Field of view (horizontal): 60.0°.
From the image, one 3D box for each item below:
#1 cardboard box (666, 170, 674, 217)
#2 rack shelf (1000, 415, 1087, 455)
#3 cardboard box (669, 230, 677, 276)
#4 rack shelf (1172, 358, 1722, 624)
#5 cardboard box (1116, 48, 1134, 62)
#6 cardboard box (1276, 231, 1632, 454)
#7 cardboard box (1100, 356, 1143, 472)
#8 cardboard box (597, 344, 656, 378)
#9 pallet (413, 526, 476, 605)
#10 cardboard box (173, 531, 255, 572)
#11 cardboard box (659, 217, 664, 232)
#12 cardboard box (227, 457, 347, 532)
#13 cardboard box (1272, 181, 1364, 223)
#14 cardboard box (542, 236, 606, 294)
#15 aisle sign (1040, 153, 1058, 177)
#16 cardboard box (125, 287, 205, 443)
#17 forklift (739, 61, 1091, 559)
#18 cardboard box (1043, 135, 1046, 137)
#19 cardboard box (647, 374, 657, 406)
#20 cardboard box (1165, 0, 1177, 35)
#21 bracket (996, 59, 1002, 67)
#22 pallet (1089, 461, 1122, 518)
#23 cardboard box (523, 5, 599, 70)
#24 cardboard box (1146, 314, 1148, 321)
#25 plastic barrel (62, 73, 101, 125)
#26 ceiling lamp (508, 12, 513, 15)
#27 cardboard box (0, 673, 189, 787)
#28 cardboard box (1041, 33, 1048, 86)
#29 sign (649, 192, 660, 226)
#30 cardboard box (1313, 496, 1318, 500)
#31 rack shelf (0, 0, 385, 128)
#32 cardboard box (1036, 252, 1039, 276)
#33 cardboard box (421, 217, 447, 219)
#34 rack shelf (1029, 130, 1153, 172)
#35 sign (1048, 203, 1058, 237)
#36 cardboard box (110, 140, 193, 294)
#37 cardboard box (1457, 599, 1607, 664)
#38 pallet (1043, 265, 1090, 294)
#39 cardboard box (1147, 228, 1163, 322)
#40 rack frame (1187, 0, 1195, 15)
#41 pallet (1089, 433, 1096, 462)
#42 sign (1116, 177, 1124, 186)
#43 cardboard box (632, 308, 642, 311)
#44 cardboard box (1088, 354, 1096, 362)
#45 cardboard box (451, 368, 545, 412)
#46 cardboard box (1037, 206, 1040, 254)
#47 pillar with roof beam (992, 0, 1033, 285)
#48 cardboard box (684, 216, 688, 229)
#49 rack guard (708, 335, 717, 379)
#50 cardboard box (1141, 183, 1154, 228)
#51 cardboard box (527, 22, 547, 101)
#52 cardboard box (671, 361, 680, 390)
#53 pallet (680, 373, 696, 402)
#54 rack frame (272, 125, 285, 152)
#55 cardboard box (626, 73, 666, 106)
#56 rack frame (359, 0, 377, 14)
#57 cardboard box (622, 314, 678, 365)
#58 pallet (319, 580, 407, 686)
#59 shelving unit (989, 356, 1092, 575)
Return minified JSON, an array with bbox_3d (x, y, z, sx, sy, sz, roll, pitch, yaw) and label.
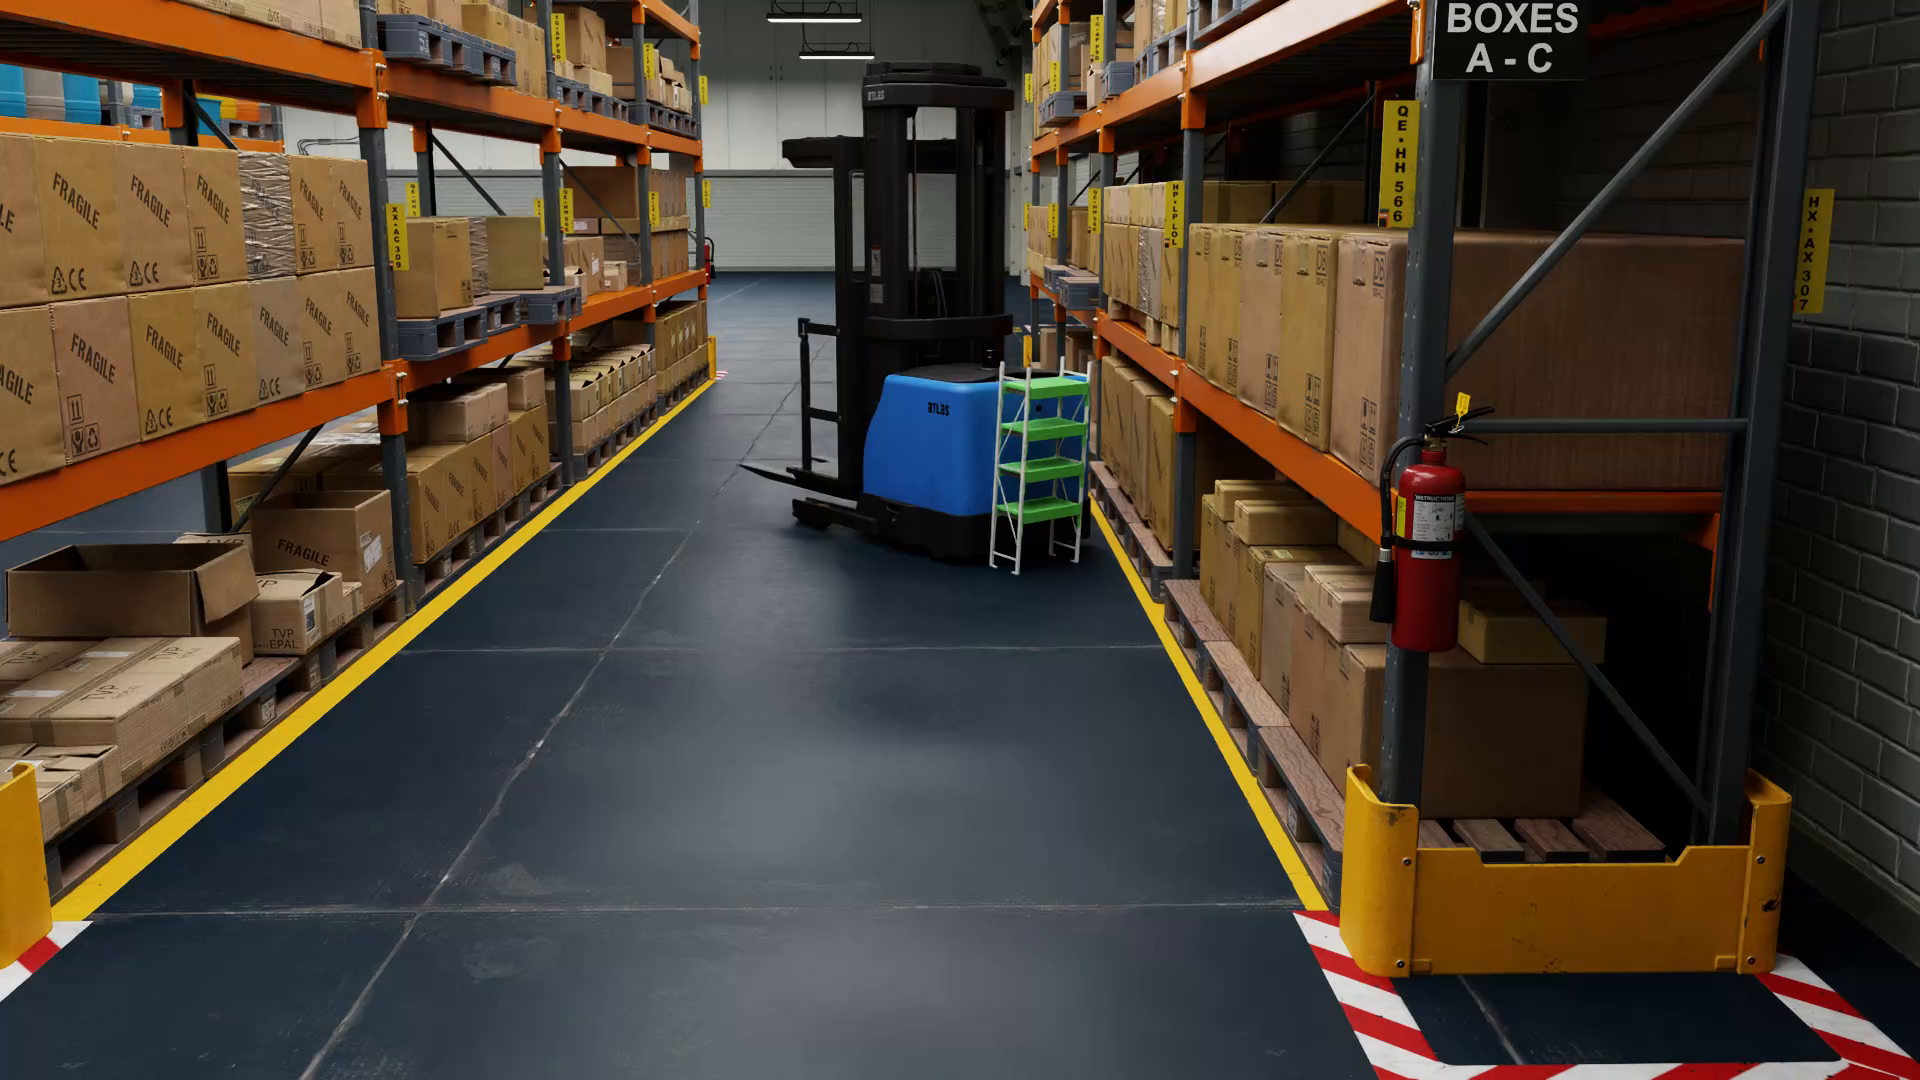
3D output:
[{"bbox_3d":[-3.559,-3.838,18.417,0.700,0.500,0.500,0,11,-1],"label":"cardboard box"},{"bbox_3d":[0.476,-0.609,9.615,0.480,0.148,0.258,-10,19,-41],"label":"rack shelf"},{"bbox_3d":[-3.568,-3.214,18.606,0.700,0.500,0.500,0,11,-1],"label":"cardboard box"},{"bbox_3d":[1.657,-0.347,6.532,1.077,0.370,4.000,0,11,-1],"label":"rack shelf"},{"bbox_3d":[1.599,-3.680,13.301,0.797,0.503,0.637,1,12,7],"label":"cardboard box"},{"bbox_3d":[1.652,-0.694,5.683,0.980,0.700,0.700,0,11,-2],"label":"cardboard box"},{"bbox_3d":[1.417,-0.897,11.789,0.750,0.750,0.750,0,11,-2],"label":"cardboard box"},{"bbox_3d":[-3.207,-1.720,15.940,0.500,0.311,0.500,0,11,-1],"label":"cardboard box"},{"bbox_3d":[-3.391,0.130,9.390,1.003,0.211,1.213,0,11,-1],"label":"pallet"},{"bbox_3d":[-3.544,0.111,8.124,0.500,0.311,0.500,0,11,-1],"label":"cardboard box"},{"bbox_3d":[-3.345,-3.343,17.610,0.380,0.149,0.250,-1,11,-3],"label":"cardboard box"},{"bbox_3d":[-3.633,-0.163,8.999,0.500,0.500,0.500,0,11,-1],"label":"cardboard box"},{"bbox_3d":[1.867,-1.761,8.760,0.500,0.250,0.500,0,11,1],"label":"cardboard box"},{"bbox_3d":[-3.491,-2.457,14.876,0.500,0.500,0.500,1,11,3],"label":"cardboard box"},{"bbox_3d":[1.067,-4.769,19.984,0.394,0.787,0.004,0,11,-1],"label":"aisle sign"},{"bbox_3d":[-3.023,-0.621,5.825,0.500,0.500,0.500,0,11,-1],"label":"cardboard box"},{"bbox_3d":[-0.461,-1.567,10.913,1.130,2.935,3.031,-8,14,-35],"label":"forklift"},{"bbox_3d":[1.147,-4.627,17.975,0.500,0.500,0.500,0,11,2],"label":"cardboard box"},{"bbox_3d":[-3.204,-1.443,15.986,0.500,0.250,0.500,0,11,-2],"label":"cardboard box"},{"bbox_3d":[1.663,-3.315,10.453,0.700,0.500,0.500,0,11,2],"label":"cardboard box"},{"bbox_3d":[1.215,-14.566,50.672,0.235,0.232,0.430,0,11,-1],"label":"bracket"},{"bbox_3d":[1.474,-0.368,11.843,1.003,0.211,1.213,0,11,-1],"label":"pallet"},{"bbox_3d":[-3.494,-4.400,14.593,0.500,0.500,0.500,1,12,4],"label":"cardboard box"},{"bbox_3d":[1.349,-1.355,10.275,0.380,0.149,0.250,0,11,1],"label":"cardboard box"},{"bbox_3d":[-8.227,-4.262,15.216,0.600,0.901,0.708,0,11,-1],"label":"plastic barrel"},{"bbox_3d":[-10.402,-12.481,34.766,2.000,3.185,0.800,0,11,-1],"label":"ceiling lamp"},{"bbox_3d":[-2.992,0.643,5.655,0.500,0.250,0.500,0,11,-1],"label":"cardboard box"},{"bbox_3d":[1.126,-5.017,17.383,0.500,0.500,0.500,-1,11,-3],"label":"cardboard box"},{"bbox_3d":[-2.960,-3.199,16.068,0.100,0.325,0.005,0,11,-1],"label":"sign"},{"bbox_3d":[1.743,-0.119,7.200,0.380,0.149,0.250,-1,11,-3],"label":"cardboard box"},{"bbox_3d":[-3.295,-1.796,6.130,1.077,0.370,4.000,0,11,-1],"label":"rack shelf"},{"bbox_3d":[1.098,-3.015,18.204,0.500,0.250,0.500,0,11,-1],"label":"cardboard box"},{"bbox_3d":[-3.435,-1.681,9.995,0.700,0.500,0.500,-3,12,-16],"label":"cardboard box"},{"bbox_3d":[1.409,-4.202,17.992,1.077,0.370,4.000,0,11,-1],"label":"rack shelf"},{"bbox_3d":[0.908,-3.107,16.154,0.100,0.325,0.005,0,11,-1],"label":"sign"},{"bbox_3d":[-3.023,-1.112,5.730,0.500,0.500,0.500,0,11,0],"label":"cardboard box"},{"bbox_3d":[1.787,0.285,5.209,0.380,0.149,0.250,0,11,-1],"label":"cardboard box"},{"bbox_3d":[1.321,-2.440,15.526,1.003,0.211,1.213,0,11,-1],"label":"pallet"},{"bbox_3d":[1.334,-1.493,9.326,0.500,0.500,0.500,0,11,-1],"label":"cardboard box"},{"bbox_3d":[1.616,-4.037,7.824,1.000,3.000,0.127,0,11,-1],"label":"rack frame"},{"bbox_3d":[1.519,-0.681,13.383,1.003,0.211,1.213,0,11,-1],"label":"pallet"},{"bbox_3d":[1.923,-4.203,20.023,0.100,0.325,0.005,0,11,-1],"label":"sign"},{"bbox_3d":[-3.768,-2.281,18.232,0.500,0.500,0.500,0,11,-1],"label":"cardboard box"},{"bbox_3d":[1.543,-1.429,15.238,0.700,0.500,0.500,0,11,-2],"label":"cardboard box"},{"bbox_3d":[-3.160,-1.033,11.399,0.500,0.250,0.500,0,11,1],"label":"cardboard box"},{"bbox_3d":[1.105,-3.386,18.146,0.500,0.500,0.500,0,11,1],"label":"cardboard box"},{"bbox_3d":[-2.553,-11.040,42.342,9.100,9.000,0.548,0,11,-1],"label":"pillar with roof beam"},{"bbox_3d":[-3.379,-3.701,19.373,0.380,0.149,0.250,0,11,0],"label":"cardboard box"},{"bbox_3d":[-3.585,-2.241,20.346,1.175,0.500,0.348,0,11,-1],"label":"rack guard"},{"bbox_3d":[1.339,-1.964,9.758,0.500,0.250,0.500,0,11,0],"label":"cardboard box"},{"bbox_3d":[-3.377,-3.303,11.501,0.910,0.500,0.500,0,11,-1],"label":"cardboard box"},{"bbox_3d":[-3.214,-1.717,17.337,0.500,0.250,0.500,0,11,-1],"label":"cardboard box"},{"bbox_3d":[-3.505,-1.701,18.411,1.003,0.211,1.213,0,11,-1],"label":"pallet"},{"bbox_3d":[-8.537,-3.441,19.978,1.000,3.000,0.127,0,11,-1],"label":"rack frame"},{"bbox_3d":[-3.260,-4.575,16.838,0.500,0.311,0.500,-1,12,-4],"label":"cardboard box"},{"bbox_3d":[-3.337,-4.016,7.720,1.000,3.000,0.127,0,11,-1],"label":"rack frame"},{"bbox_3d":[-3.217,-2.084,17.263,0.500,0.500,0.500,0,11,-1],"label":"cardboard box"},{"bbox_3d":[-3.323,0.428,7.921,1.003,0.211,1.213,0,11,-1],"label":"pallet"},{"bbox_3d":[0.468,-0.439,9.660,0.503,1.200,0.258,-10,19,-41],"label":"shelving unit"}]
